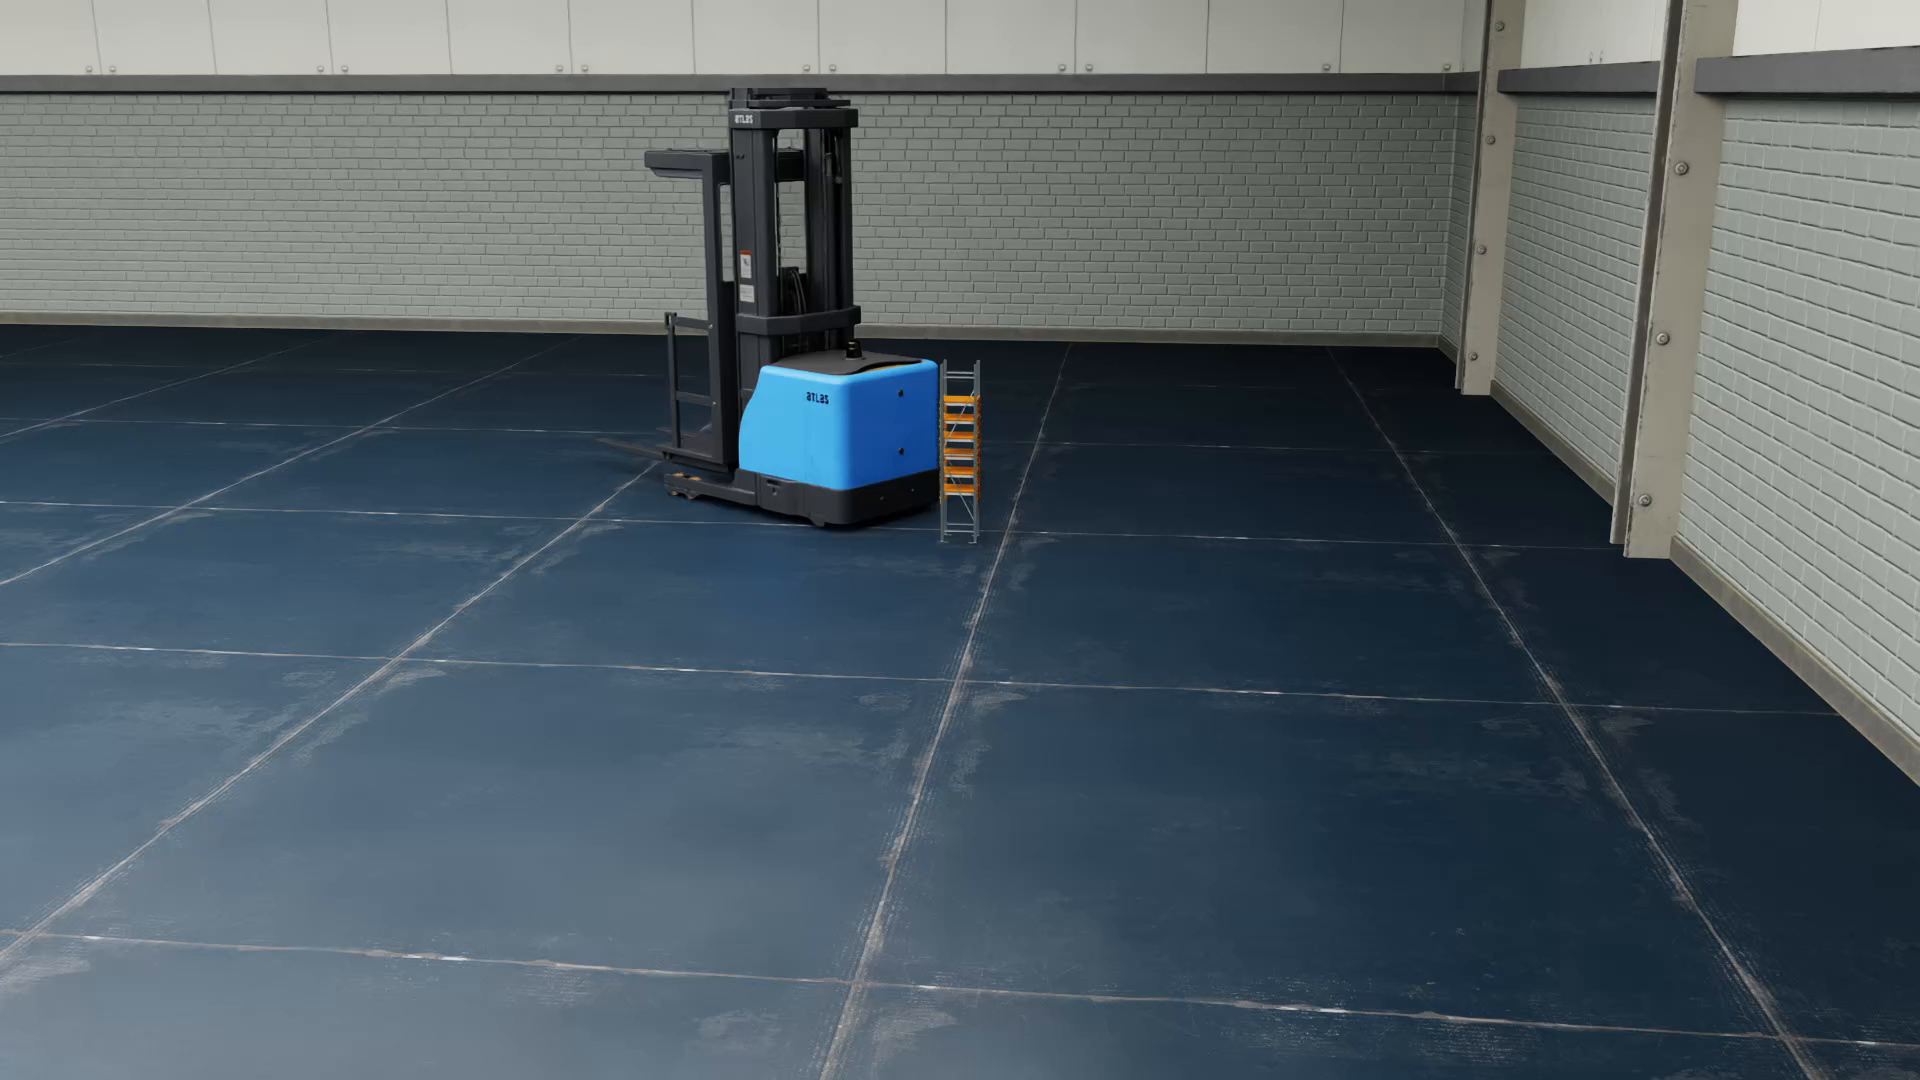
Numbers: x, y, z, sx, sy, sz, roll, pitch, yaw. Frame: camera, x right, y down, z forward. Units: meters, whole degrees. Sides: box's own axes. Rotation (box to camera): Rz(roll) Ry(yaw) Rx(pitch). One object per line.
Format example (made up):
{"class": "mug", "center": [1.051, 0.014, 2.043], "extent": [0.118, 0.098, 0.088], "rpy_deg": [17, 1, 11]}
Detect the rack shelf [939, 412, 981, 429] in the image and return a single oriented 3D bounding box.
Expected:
{"class": "rack shelf", "center": [0.002, -0.772, 10.968], "extent": [0.258, 0.103, 0.180], "rpy_deg": [2, 15, 6]}

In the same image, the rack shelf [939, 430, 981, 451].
{"class": "rack shelf", "center": [0.002, -0.656, 11.000], "extent": [0.258, 0.103, 0.180], "rpy_deg": [2, 15, 6]}

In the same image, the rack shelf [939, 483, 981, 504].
{"class": "rack shelf", "center": [0.002, -0.308, 11.094], "extent": [0.258, 0.103, 0.180], "rpy_deg": [2, 15, 6]}

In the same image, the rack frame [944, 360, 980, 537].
{"class": "rack frame", "center": [0.012, -0.607, 11.107], "extent": [0.240, 1.200, 0.006], "rpy_deg": [2, 15, 6]}

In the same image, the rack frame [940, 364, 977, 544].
{"class": "rack frame", "center": [-0.009, -0.559, 10.932], "extent": [0.240, 1.200, 0.006], "rpy_deg": [2, 15, 6]}

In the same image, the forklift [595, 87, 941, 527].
{"class": "forklift", "center": [-1.570, -1.804, 12.217], "extent": [3.031, 2.935, 1.130], "rpy_deg": [13, 20, 40]}

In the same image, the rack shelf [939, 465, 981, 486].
{"class": "rack shelf", "center": [0.002, -0.424, 11.062], "extent": [0.258, 0.103, 0.180], "rpy_deg": [2, 15, 6]}

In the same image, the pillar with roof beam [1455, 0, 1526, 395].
{"class": "pillar with roof beam", "center": [0.878, -5.962, 15.972], "extent": [9.100, 9.000, 0.400], "rpy_deg": [2, 15, 6]}

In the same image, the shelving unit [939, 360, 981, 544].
{"class": "shelving unit", "center": [0.002, -0.583, 11.019], "extent": [0.258, 1.200, 0.189], "rpy_deg": [2, 15, 6]}

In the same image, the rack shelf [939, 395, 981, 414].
{"class": "rack shelf", "center": [0.002, -0.888, 10.937], "extent": [0.258, 0.103, 0.180], "rpy_deg": [2, 15, 6]}

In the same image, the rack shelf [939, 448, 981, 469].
{"class": "rack shelf", "center": [0.002, -0.540, 11.031], "extent": [0.258, 0.103, 0.180], "rpy_deg": [2, 15, 6]}

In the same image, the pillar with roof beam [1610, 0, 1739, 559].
{"class": "pillar with roof beam", "center": [0.201, -4.406, 10.217], "extent": [9.100, 9.000, 0.400], "rpy_deg": [2, 15, 6]}
